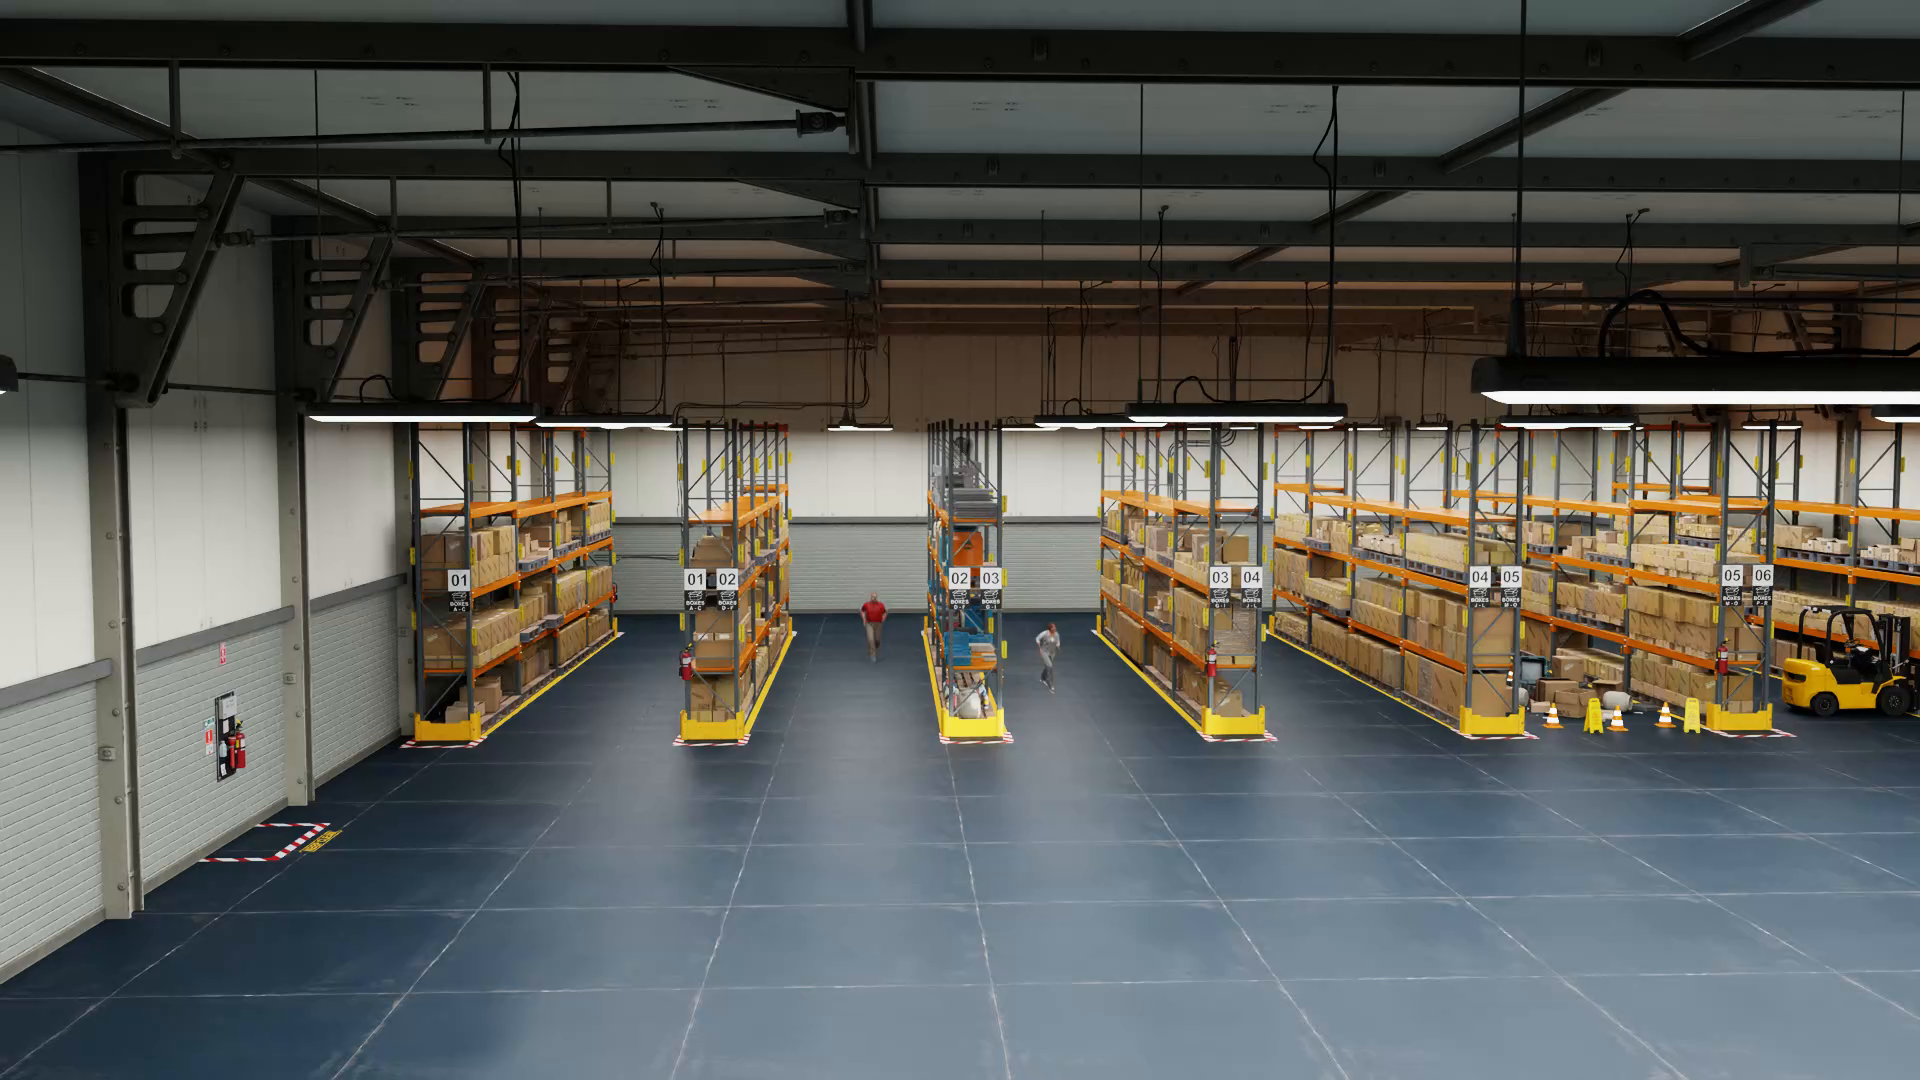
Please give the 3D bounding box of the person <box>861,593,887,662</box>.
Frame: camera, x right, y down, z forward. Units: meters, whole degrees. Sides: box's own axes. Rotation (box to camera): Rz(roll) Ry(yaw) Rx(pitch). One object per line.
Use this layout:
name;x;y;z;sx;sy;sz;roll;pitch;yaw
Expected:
person;-2.189;2.183;42.187;0.645;1.717;0.874;0;4;-7

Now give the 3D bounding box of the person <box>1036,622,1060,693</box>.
person;1.950;2.580;37.022;0.529;1.569;0.864;-1;4;-22

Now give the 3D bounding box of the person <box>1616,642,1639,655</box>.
person;17.053;2.114;42.661;0.708;1.795;0.877;-1;4;-8
